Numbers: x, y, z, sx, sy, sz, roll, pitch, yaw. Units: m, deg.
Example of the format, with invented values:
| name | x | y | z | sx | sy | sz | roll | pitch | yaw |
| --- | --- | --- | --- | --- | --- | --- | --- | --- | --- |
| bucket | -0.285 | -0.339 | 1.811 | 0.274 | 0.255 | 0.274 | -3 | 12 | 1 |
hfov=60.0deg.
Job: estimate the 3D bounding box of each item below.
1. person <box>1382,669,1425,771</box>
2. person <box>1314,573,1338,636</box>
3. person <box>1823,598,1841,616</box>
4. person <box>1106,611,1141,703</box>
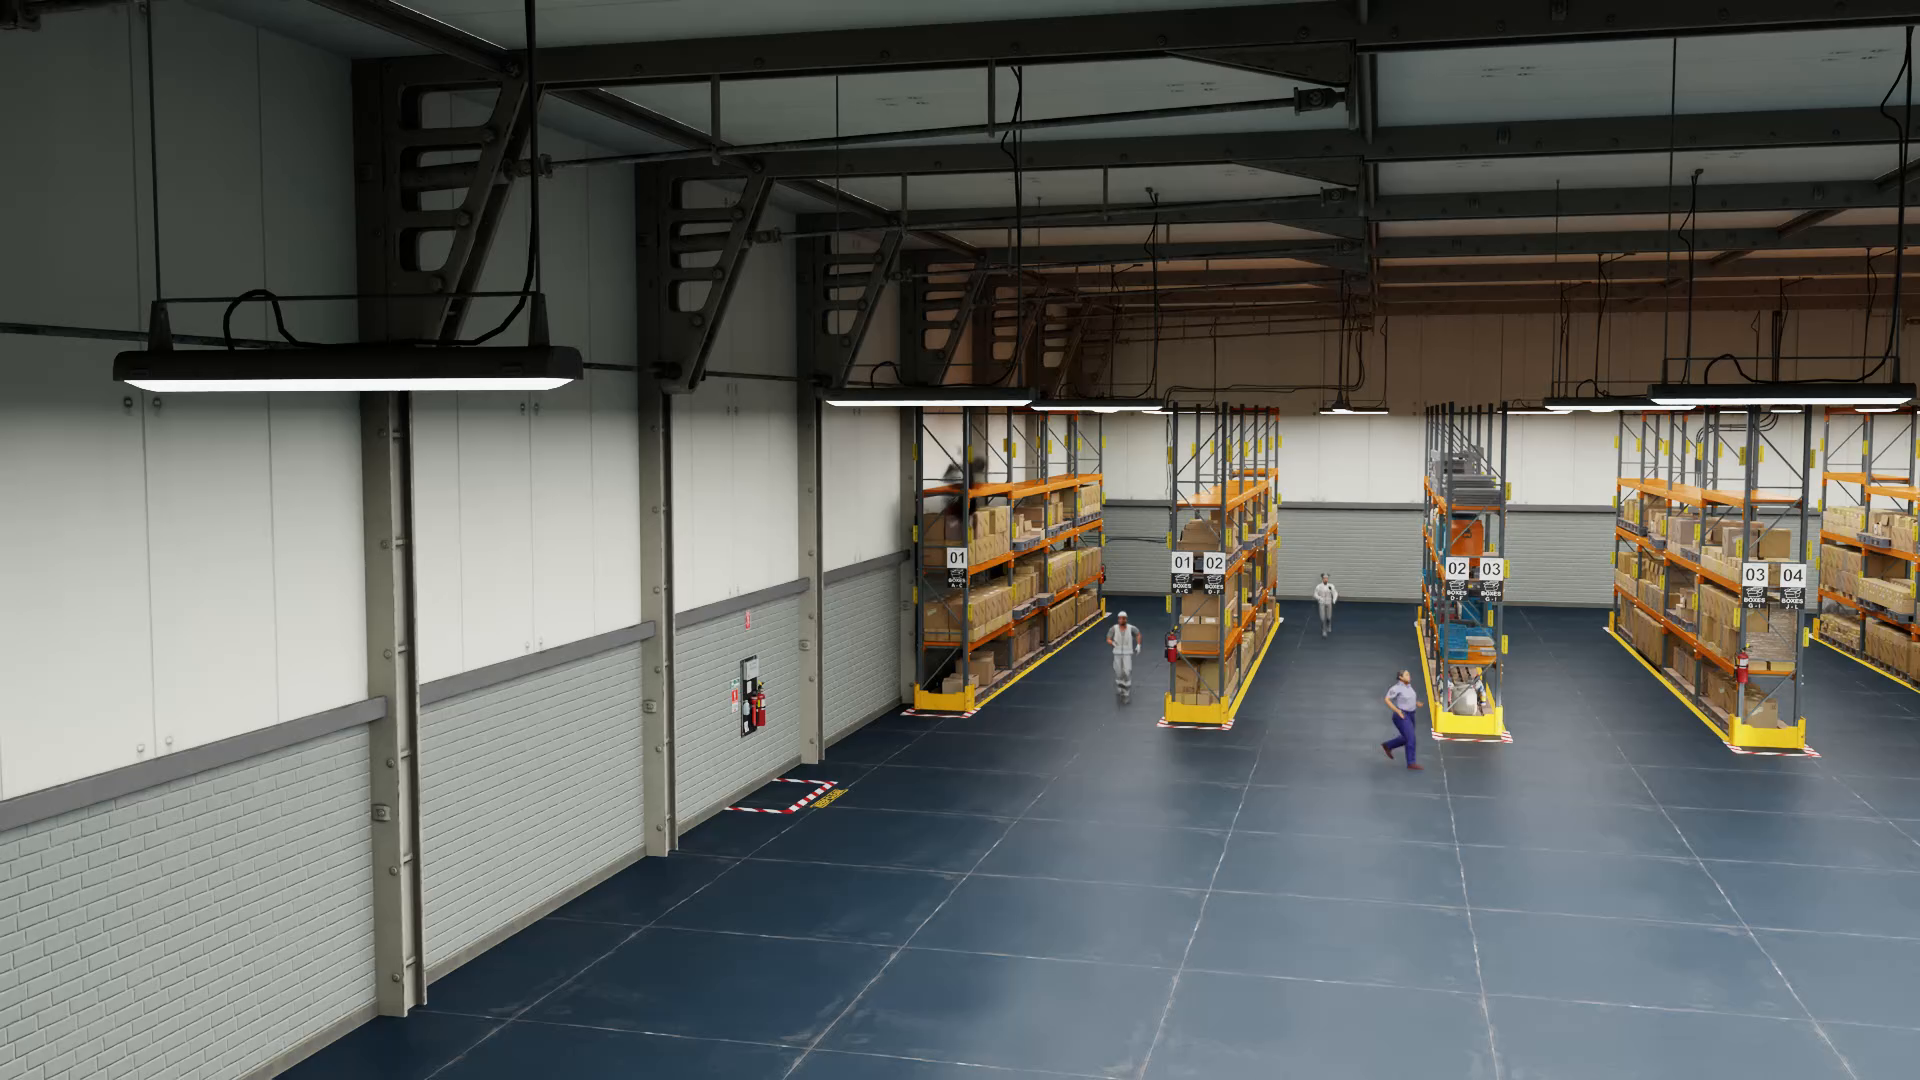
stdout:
| name | x | y | z | sx | sy | sz | roll | pitch | yaw |
| --- | --- | --- | --- | --- | --- | --- | --- | --- | --- |
| person | 7.238 | 2.948 | 27.169 | 0.823 | 1.534 | 0.621 | 4 | 6 | 44 |
| person | 9.557 | 1.690 | 43.447 | 0.604 | 1.659 | 0.530 | 1 | 4 | 12 |
| person | 23.275 | 1.685 | 44.191 | 0.661 | 1.550 | 0.549 | 3 | 5 | 37 |
| person | 3.297 | 2.364 | 33.593 | 0.680 | 1.864 | 0.770 | 1 | 4 | 11 |
